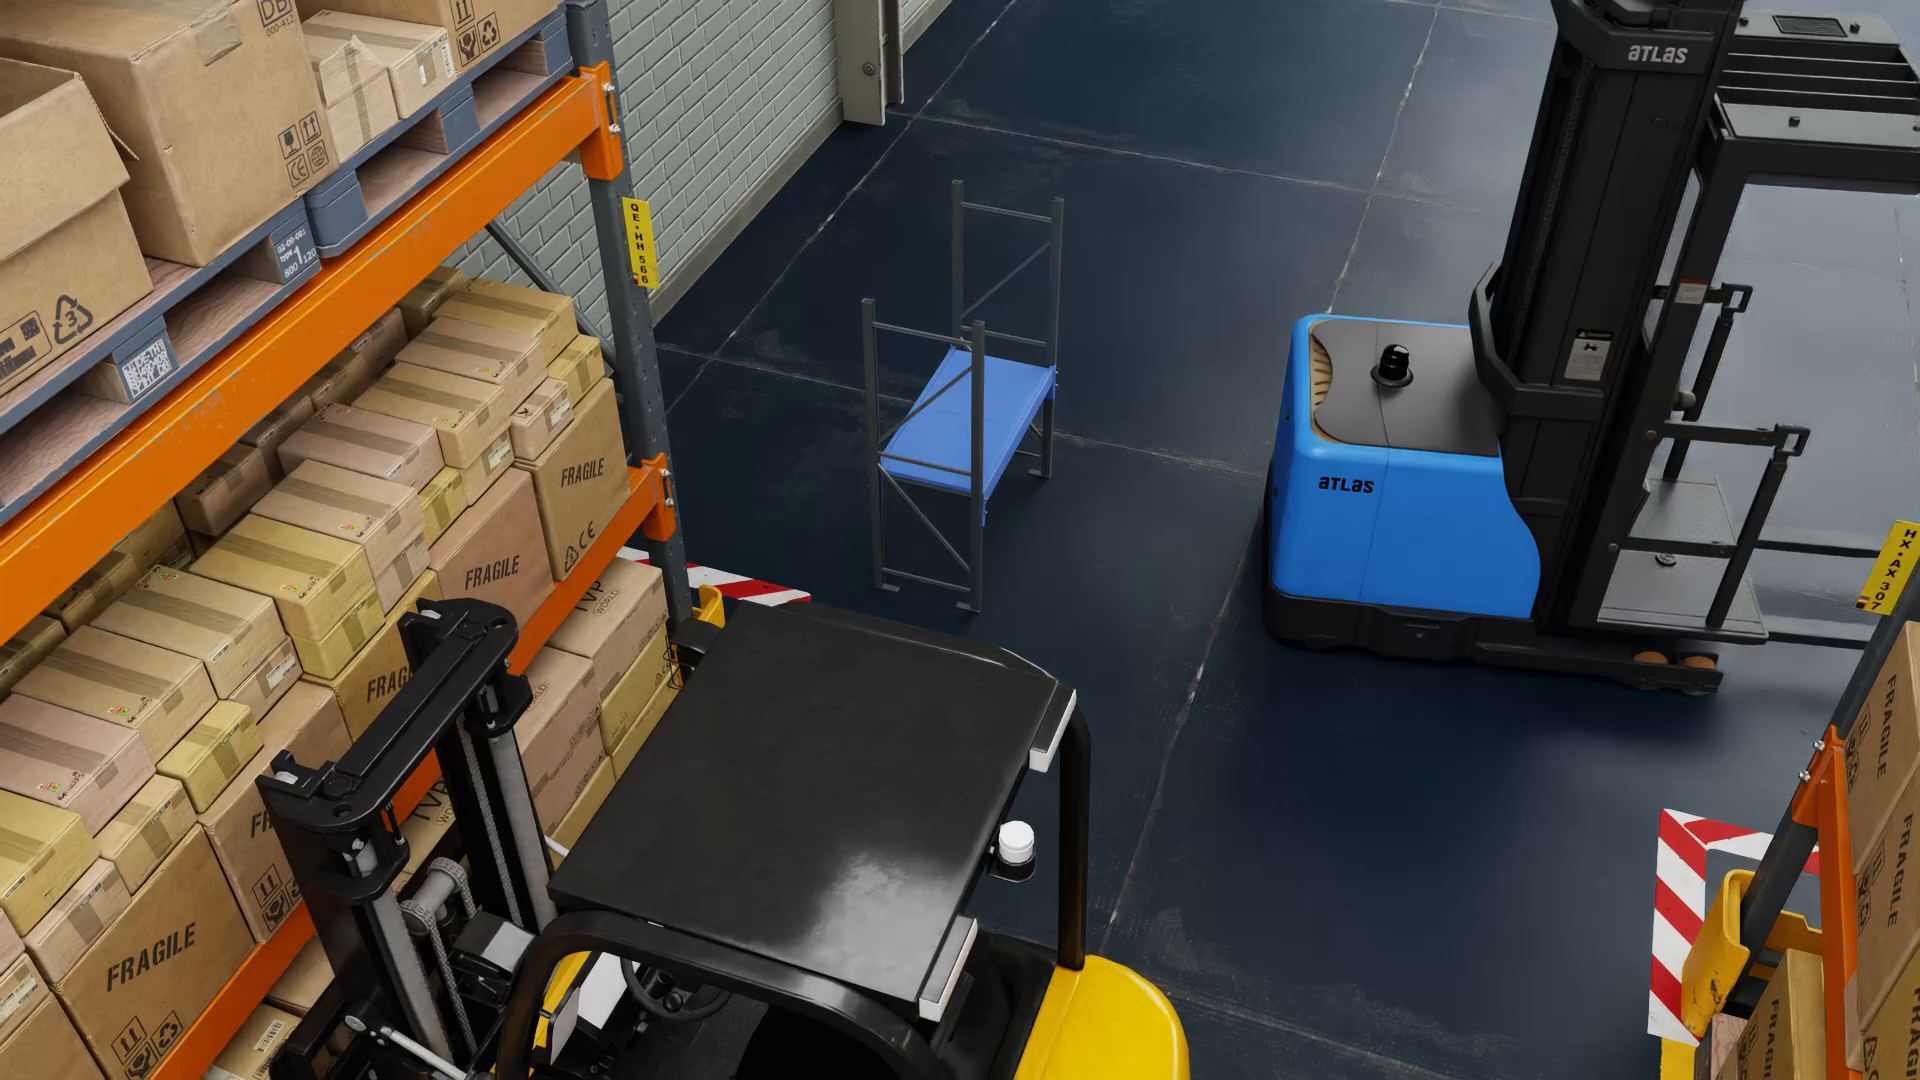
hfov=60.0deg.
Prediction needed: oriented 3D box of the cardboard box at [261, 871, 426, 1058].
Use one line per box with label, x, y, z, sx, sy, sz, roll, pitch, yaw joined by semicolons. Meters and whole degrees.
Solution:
cardboard box;-1.931;1.217;4.991;0.500;0.250;0.500;12;42;14

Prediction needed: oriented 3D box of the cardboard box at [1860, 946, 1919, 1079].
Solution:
cardboard box;2.342;1.234;3.640;0.500;0.500;0.500;13;42;14

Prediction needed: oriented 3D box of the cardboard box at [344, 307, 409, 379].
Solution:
cardboard box;-2.019;-0.662;5.362;0.380;0.149;0.250;15;43;17

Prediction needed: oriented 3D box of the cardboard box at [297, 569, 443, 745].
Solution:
cardboard box;-1.836;0.378;4.873;0.500;0.500;0.500;13;42;14

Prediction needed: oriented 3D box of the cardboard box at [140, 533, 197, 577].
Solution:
cardboard box;-2.420;0.064;4.741;0.380;0.149;0.250;15;43;17

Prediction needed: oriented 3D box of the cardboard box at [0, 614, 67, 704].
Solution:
cardboard box;-2.512;0.289;4.248;0.380;0.149;0.250;14;43;16

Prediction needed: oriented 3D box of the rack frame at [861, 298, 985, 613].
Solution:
rack frame;-0.145;-0.313;6.914;0.500;1.500;0.032;13;42;15

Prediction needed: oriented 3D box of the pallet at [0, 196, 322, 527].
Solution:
pallet;-2.235;-0.505;3.741;1.003;0.211;1.213;13;42;15

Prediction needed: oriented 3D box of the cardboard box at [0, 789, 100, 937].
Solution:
cardboard box;-2.203;0.708;3.757;0.380;0.149;0.250;13;42;14

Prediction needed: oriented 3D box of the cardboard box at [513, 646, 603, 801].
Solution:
cardboard box;-1.587;0.599;5.715;0.500;0.250;0.500;14;42;16

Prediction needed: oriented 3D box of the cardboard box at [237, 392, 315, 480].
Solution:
cardboard box;-2.166;-0.346;4.992;0.380;0.149;0.250;14;42;15

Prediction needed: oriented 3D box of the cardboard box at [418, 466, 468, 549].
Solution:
cardboard box;-1.710;-0.125;4.962;0.380;0.149;0.250;13;42;15

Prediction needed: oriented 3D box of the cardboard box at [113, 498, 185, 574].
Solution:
cardboard box;-2.415;-0.042;4.635;0.380;0.149;0.250;12;42;14

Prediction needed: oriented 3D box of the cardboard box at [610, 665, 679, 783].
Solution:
cardboard box;-1.418;0.674;6.398;0.500;0.250;0.500;14;42;15

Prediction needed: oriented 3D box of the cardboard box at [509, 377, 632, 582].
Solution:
cardboard box;-1.475;-0.249;5.607;0.500;0.500;0.500;12;42;14

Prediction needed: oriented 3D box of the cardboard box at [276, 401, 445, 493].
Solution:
cardboard box;-1.752;-0.244;4.872;0.380;0.149;0.250;14;42;15

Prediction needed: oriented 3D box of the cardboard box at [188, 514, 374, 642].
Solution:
cardboard box;-1.821;0.099;4.471;0.380;0.149;0.250;14;42;16

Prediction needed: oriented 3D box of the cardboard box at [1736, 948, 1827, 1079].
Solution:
cardboard box;2.569;1.576;4.762;0.500;0.500;0.500;12;42;14

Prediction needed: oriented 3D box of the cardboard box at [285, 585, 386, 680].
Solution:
cardboard box;-1.825;0.207;4.573;0.380;0.149;0.250;14;42;15

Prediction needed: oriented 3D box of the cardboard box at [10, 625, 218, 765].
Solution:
cardboard box;-2.099;0.384;4.136;0.380;0.149;0.250;13;42;15

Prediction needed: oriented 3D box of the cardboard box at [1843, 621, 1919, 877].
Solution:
cardboard box;2.689;0.606;4.376;0.500;0.500;0.500;13;42;14

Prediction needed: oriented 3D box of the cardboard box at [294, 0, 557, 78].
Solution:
cardboard box;-1.476;-1.622;4.505;0.500;0.500;0.500;15;43;16

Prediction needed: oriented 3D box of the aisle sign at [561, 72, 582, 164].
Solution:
aisle sign;-1.255;-1.533;5.187;0.394;0.787;0.004;13;42;15

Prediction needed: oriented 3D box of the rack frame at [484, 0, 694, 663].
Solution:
rack frame;-1.554;-0.569;6.060;1.000;3.000;0.127;13;42;15

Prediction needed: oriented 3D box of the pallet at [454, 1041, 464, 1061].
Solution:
pallet;-2.195;1.709;5.538;1.003;0.211;1.213;13;42;15

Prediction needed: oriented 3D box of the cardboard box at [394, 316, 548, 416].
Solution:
cardboard box;-1.533;-0.545;5.225;0.380;0.149;0.250;13;42;15

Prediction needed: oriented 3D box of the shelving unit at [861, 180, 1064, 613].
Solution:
shelving unit;0.029;-0.623;7.278;0.538;1.500;1.048;13;42;15

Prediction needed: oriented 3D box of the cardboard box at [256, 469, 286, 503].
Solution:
cardboard box;-2.180;-0.237;5.094;0.380;0.149;0.250;12;42;14

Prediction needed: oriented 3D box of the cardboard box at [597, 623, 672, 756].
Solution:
cardboard box;-1.427;0.493;6.225;0.500;0.250;0.500;13;42;15

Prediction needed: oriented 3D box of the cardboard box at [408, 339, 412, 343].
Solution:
cardboard box;-1.914;-0.705;5.642;0.380;0.149;0.250;12;42;14

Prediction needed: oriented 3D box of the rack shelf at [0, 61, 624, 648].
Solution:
rack shelf;-2.238;-0.217;3.890;1.077;0.370;4.000;13;42;15

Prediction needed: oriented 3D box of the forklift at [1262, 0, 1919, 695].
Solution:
forklift;2.866;-0.839;6.429;3.031;2.935;1.130;5;41;6

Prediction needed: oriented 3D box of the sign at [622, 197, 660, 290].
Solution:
sign;-1.049;-0.971;5.456;0.100;0.325;0.005;13;42;15

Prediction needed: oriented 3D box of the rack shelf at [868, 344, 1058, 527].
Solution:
rack shelf;0.029;-0.486;7.395;0.538;0.185;1.000;13;42;15

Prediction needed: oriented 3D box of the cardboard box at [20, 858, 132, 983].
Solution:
cardboard box;-2.170;0.832;3.840;0.380;0.149;0.250;13;42;15

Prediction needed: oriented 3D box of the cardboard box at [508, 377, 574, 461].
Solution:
cardboard box;-1.469;-0.418;5.306;0.380;0.149;0.250;14;42;16

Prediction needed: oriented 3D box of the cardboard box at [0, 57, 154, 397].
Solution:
cardboard box;-2.156;-0.673;3.390;0.797;0.503;0.637;15;43;16

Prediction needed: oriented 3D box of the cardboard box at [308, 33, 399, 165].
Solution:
cardboard box;-1.639;-1.130;4.109;0.396;0.266;0.258;13;42;15

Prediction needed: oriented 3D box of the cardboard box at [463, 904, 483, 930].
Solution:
cardboard box;-1.765;1.116;5.494;0.500;0.250;0.500;12;42;14

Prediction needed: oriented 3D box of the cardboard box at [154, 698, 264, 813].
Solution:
cardboard box;-2.018;0.511;4.217;0.380;0.149;0.250;12;42;14

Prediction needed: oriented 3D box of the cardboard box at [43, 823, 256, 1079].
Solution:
cardboard box;-2.190;0.989;4.156;0.500;0.500;0.500;13;42;15

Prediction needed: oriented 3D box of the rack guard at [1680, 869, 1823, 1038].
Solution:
rack guard;3.086;1.527;5.528;1.175;0.500;0.348;13;42;15

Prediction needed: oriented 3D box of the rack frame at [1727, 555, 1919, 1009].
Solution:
rack frame;3.112;0.530;4.771;1.000;3.000;0.127;13;42;15

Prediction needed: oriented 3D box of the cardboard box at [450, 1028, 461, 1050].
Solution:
cardboard box;-1.933;1.600;5.313;0.500;0.250;0.500;15;43;16
